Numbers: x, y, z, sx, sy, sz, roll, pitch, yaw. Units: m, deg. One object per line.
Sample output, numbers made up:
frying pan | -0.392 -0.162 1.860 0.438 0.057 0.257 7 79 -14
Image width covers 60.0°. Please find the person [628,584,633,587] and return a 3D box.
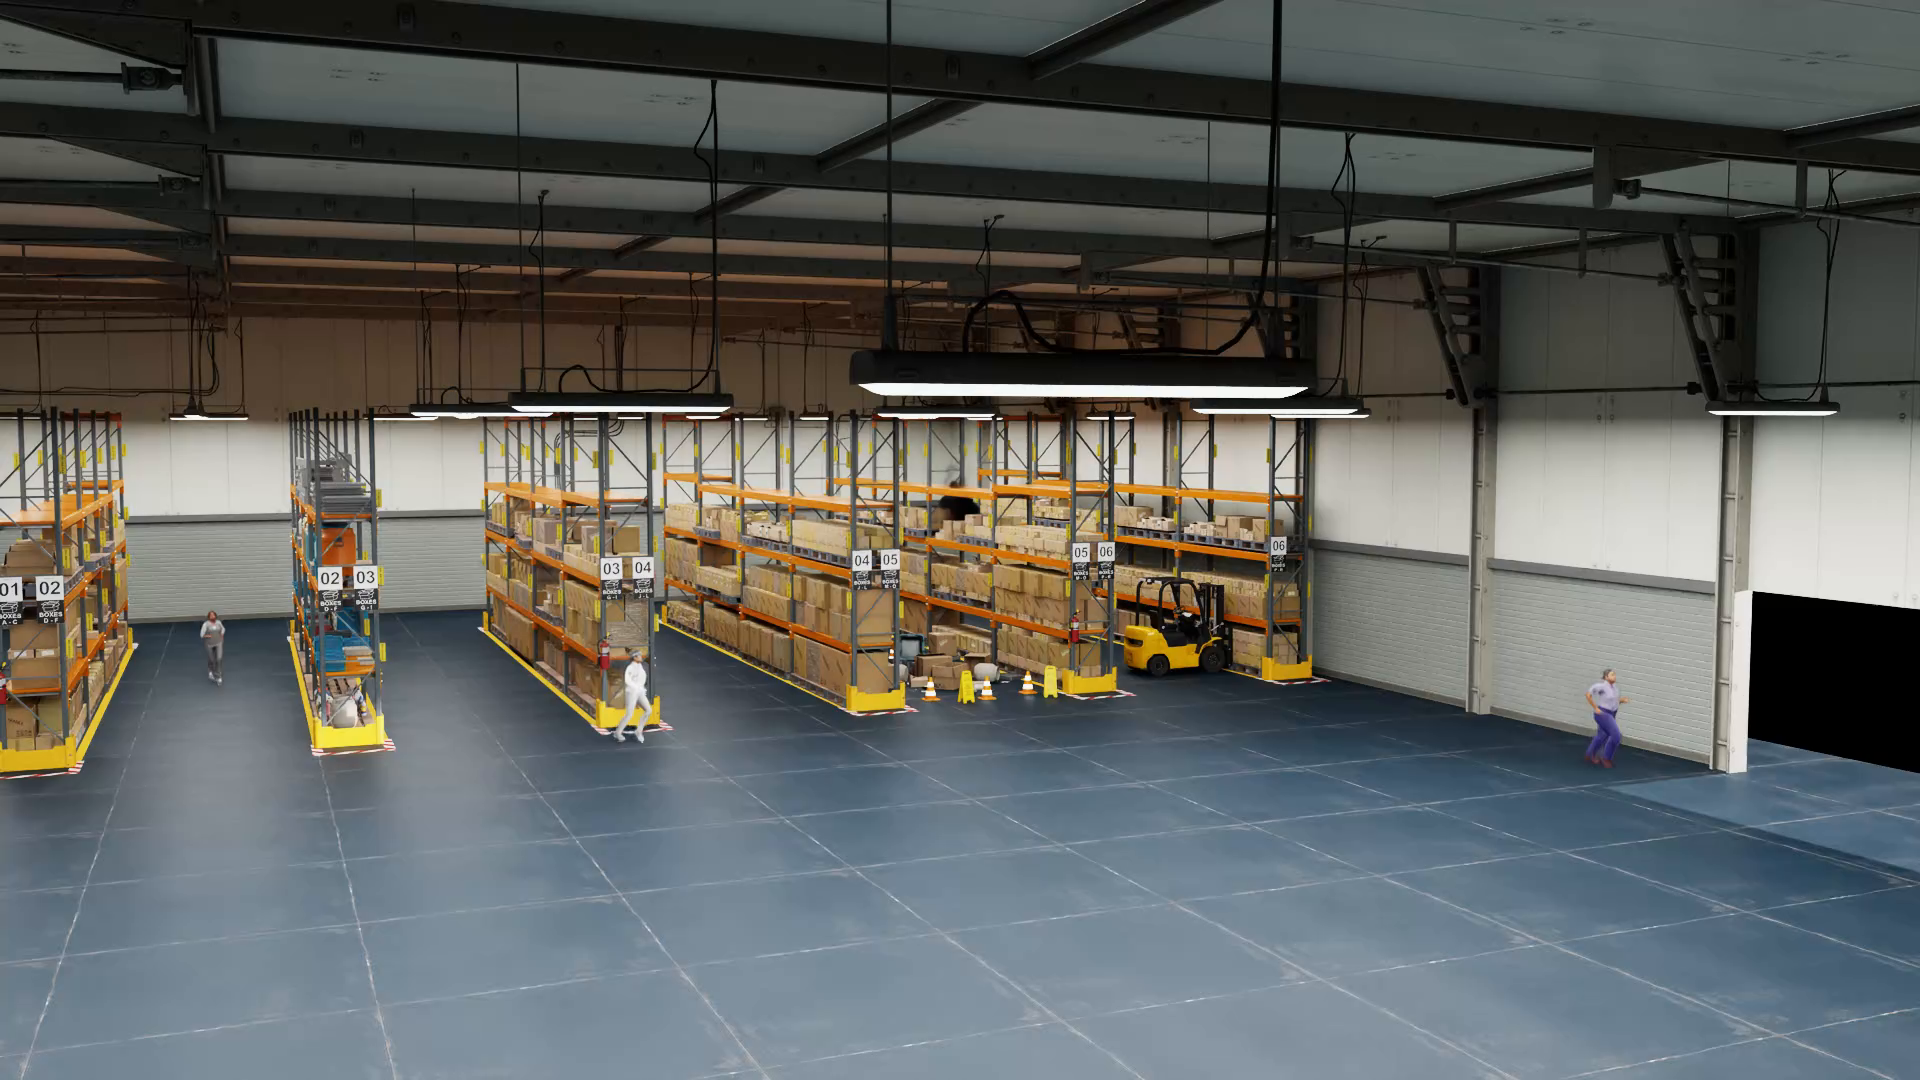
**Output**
person | -9.729 1.581 47.414 0.736 1.650 0.701 2 4 23

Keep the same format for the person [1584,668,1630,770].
person | 10.783 2.984 27.724 0.726 1.707 0.572 4 6 44

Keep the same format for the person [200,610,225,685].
person | -16.431 2.350 36.591 0.534 1.615 0.863 -3 5 -33

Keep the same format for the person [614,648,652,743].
person | -5.869 2.800 30.024 0.653 1.679 0.667 1 4 20
